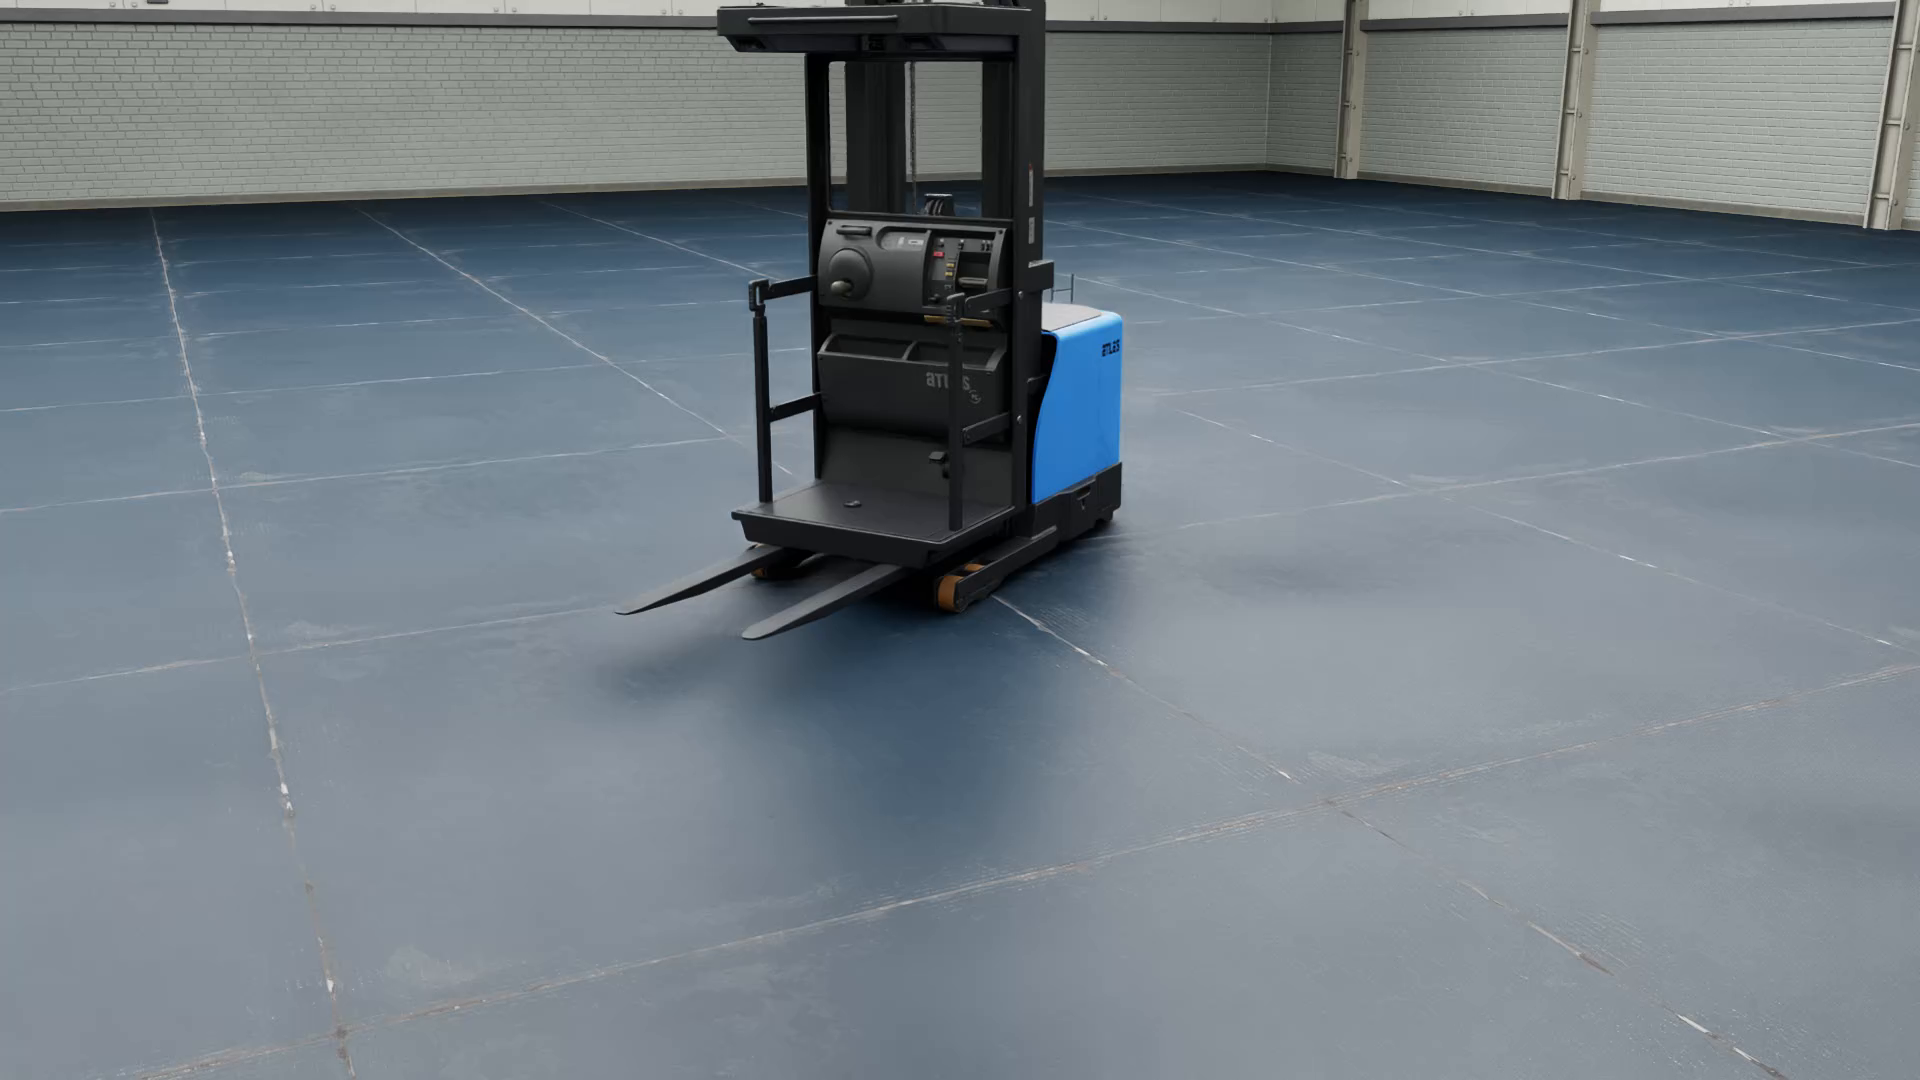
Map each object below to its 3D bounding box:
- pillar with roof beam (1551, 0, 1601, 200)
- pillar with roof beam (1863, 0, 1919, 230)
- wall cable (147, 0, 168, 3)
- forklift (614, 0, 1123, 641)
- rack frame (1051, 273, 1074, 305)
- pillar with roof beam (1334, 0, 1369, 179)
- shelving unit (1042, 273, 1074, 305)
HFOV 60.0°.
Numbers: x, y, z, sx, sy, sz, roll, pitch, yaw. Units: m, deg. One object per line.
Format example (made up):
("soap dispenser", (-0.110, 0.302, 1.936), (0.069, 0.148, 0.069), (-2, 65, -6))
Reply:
("pillar with roof beam", (6.681, -9.745, 25.893), (9.100, 9.000, 0.400), (-8, 18, -25))
("pillar with roof beam", (9.309, -8.257, 20.709), (9.100, 9.000, 0.400), (-8, 18, -25))
("wall cable", (-11.955, -11.614, 26.243), (2.305, 6.003, 0.169), (-8, 18, -25))
("forklift", (-0.322, -1.236, 7.244), (1.130, 2.935, 3.031), (9, 18, 28))
("rack frame", (0.525, -0.815, 8.890), (0.006, 1.200, 0.240), (10, 16, 30))
("pillar with roof beam", (4.052, -11.232, 31.078), (9.100, 9.000, 0.400), (-8, 18, -25))
("shelving unit", (0.447, -0.828, 8.936), (0.189, 1.200, 0.258), (10, 16, 30))
